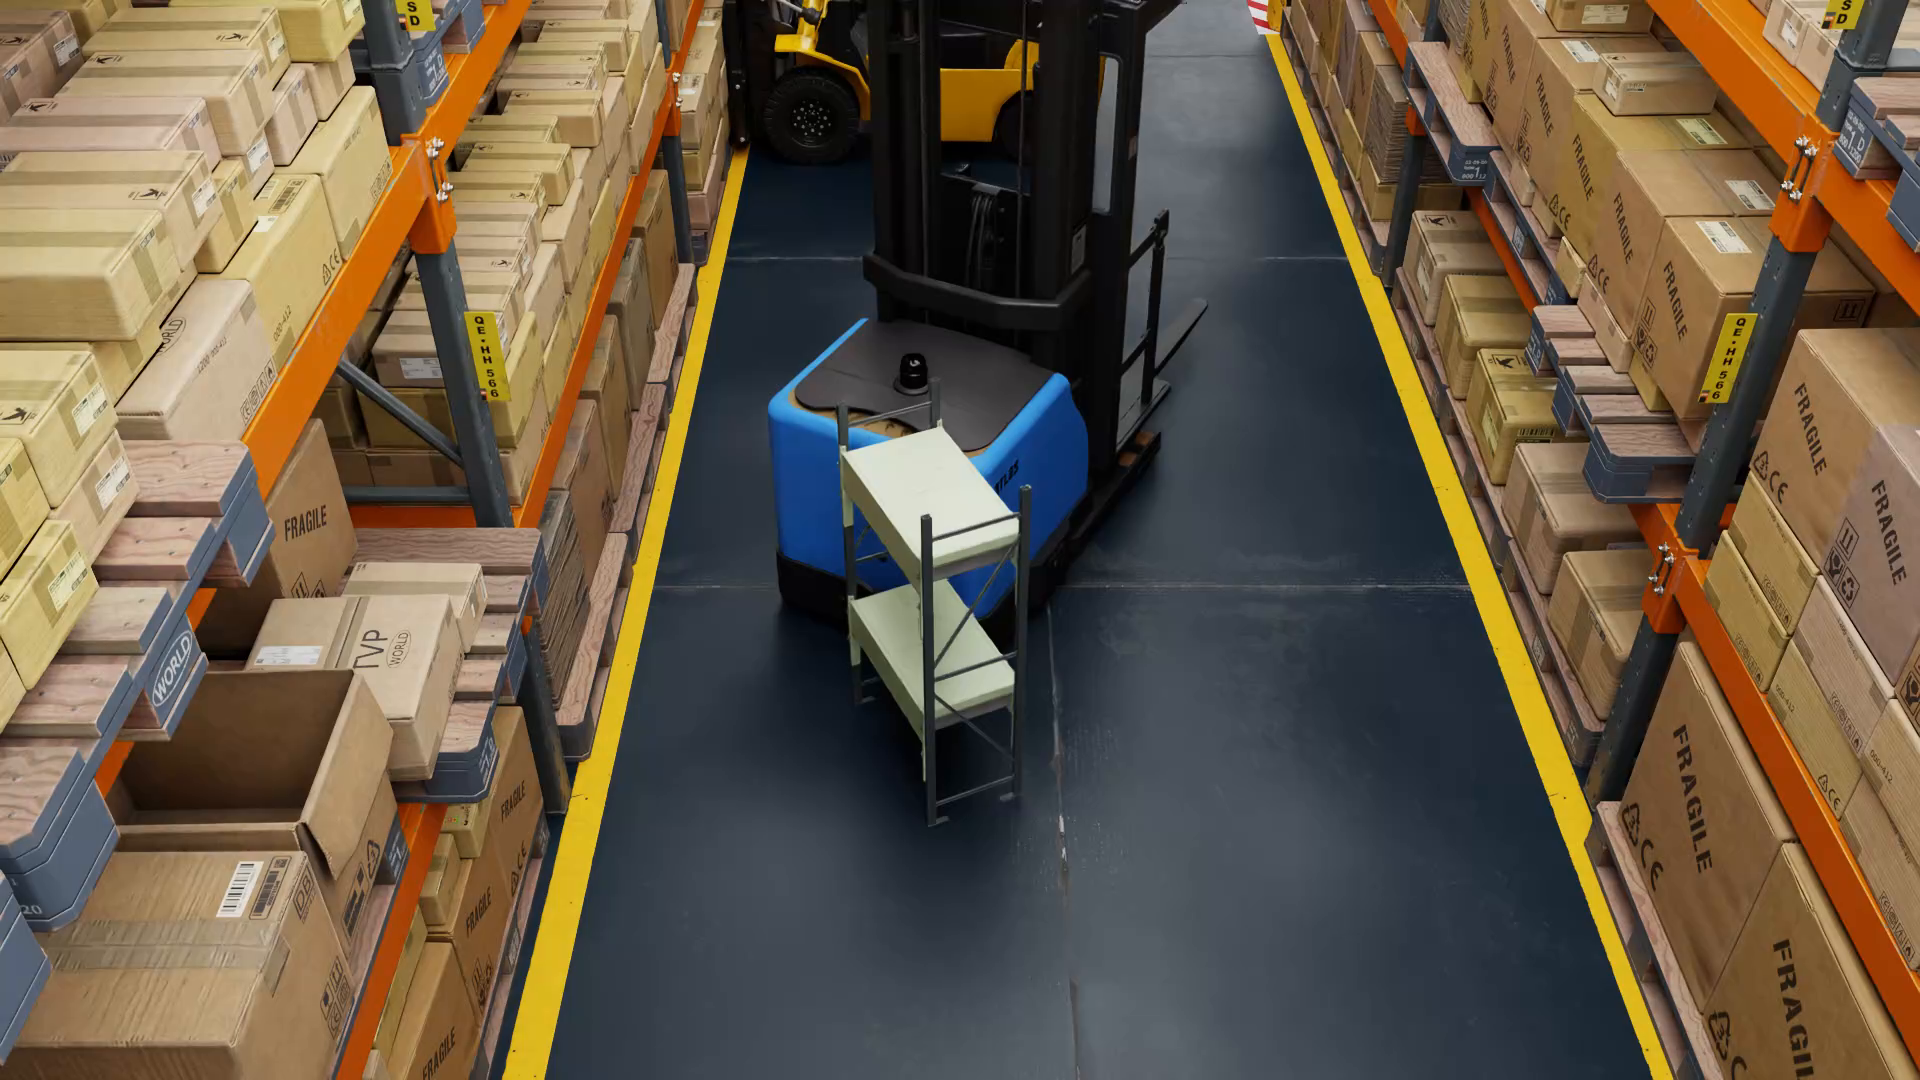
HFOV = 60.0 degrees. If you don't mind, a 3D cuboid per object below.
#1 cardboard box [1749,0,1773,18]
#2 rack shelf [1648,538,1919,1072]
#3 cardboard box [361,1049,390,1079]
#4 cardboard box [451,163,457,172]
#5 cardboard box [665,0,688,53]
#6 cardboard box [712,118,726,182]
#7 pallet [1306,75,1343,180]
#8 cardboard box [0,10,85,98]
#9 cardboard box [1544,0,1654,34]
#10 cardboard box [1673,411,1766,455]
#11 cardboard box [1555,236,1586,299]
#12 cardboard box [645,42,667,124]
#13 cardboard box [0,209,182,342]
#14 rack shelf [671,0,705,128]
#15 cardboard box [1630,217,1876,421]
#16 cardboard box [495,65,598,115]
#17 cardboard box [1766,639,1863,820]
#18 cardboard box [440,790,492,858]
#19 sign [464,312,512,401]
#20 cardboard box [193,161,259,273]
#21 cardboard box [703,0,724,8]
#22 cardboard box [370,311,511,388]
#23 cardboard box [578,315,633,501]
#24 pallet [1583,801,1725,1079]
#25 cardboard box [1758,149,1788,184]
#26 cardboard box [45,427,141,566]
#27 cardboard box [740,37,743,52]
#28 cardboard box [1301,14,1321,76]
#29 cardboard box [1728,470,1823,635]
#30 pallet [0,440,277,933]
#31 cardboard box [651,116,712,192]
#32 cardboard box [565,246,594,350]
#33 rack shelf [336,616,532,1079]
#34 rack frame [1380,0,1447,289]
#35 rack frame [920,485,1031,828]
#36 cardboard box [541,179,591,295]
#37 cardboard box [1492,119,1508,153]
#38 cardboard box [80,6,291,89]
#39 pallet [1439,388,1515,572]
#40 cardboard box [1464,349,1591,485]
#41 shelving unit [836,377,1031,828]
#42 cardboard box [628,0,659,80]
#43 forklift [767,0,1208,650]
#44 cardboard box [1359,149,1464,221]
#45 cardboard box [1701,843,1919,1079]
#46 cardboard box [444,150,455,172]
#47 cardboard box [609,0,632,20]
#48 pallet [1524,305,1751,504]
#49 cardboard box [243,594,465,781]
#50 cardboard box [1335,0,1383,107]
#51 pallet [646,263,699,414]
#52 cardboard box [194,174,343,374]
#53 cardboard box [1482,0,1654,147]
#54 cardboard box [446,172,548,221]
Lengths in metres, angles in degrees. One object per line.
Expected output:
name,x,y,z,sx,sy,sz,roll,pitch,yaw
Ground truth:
cardboard box,2.951,-1.952,5.309,0.700,0.500,0.500,0,39,0
rack shelf,2.945,1.381,4.203,1.077,0.370,4.000,0,39,0
cardboard box,-1.794,1.552,4.559,0.380,0.149,0.250,-2,39,-2
cardboard box,-2.293,-1.509,6.955,0.500,0.250,0.500,-1,39,-1
cardboard box,-1.765,-2.962,8.968,0.500,0.500,0.500,-1,39,-1
cardboard box,-1.711,-2.357,10.155,0.500,0.250,0.500,-1,39,-1
pallet,2.897,-2.748,11.011,1.003,0.211,1.213,0,39,0
cardboard box,-2.326,-1.139,3.937,0.380,0.149,0.250,0,39,0
cardboard box,2.689,-2.250,6.987,0.380,0.149,0.250,2,39,2
cardboard box,2.707,-0.421,5.741,0.380,0.149,0.250,1,39,2
cardboard box,2.582,-1.075,6.558,0.380,0.149,0.250,1,39,1
cardboard box,-1.764,-2.272,8.307,0.500,0.250,0.500,1,39,1
cardboard box,-1.724,-0.502,3.142,0.380,0.149,0.250,0,39,0
rack shelf,-2.028,-3.616,10.438,1.077,0.370,4.000,0,39,0
cardboard box,2.664,-0.753,5.638,0.500,0.500,0.500,-1,39,-1
cardboard box,-1.772,-1.925,7.155,0.380,0.149,0.250,0,39,0
cardboard box,2.710,0.536,4.803,0.500,0.250,0.500,-1,39,-1
cardboard box,-1.736,0.894,5.381,0.380,0.149,0.250,-2,39,-2
sign,-1.479,-0.571,5.202,0.100,0.325,0.005,0,39,0
cardboard box,-1.781,-0.708,3.638,0.380,0.149,0.250,0,39,0
cardboard box,-1.708,-3.389,10.643,0.500,0.250,0.500,-1,39,-1
cardboard box,-1.727,-0.636,5.546,0.380,0.149,0.250,1,39,1
cardboard box,-2.018,-0.601,7.665,0.875,0.625,0.625,-2,39,-2
pallet,2.868,1.431,5.795,1.003,0.211,1.213,0,39,0
cardboard box,3.166,-1.077,6.041,0.500,0.500,0.500,2,39,2
cardboard box,-1.647,-0.067,2.821,0.380,0.149,0.250,1,39,1
cardboard box,-1.706,-3.492,11.172,0.500,0.250,0.500,-1,39,-1
cardboard box,2.651,-3.420,11.482,0.500,0.250,0.500,1,39,2
cardboard box,2.696,0.030,5.034,0.500,0.250,0.500,0,39,0
pallet,-1.952,0.204,2.849,1.213,0.211,1.003,0,39,0
cardboard box,-1.718,-2.234,9.603,0.500,0.250,0.500,0,39,0
cardboard box,-1.781,-1.000,6.719,0.500,0.250,0.500,-1,39,-2
rack shelf,-2.019,1.387,4.196,1.077,0.370,4.000,0,39,0
rack frame,2.938,-2.652,8.660,1.000,3.000,0.127,0,39,0
rack frame,0.054,0.459,5.978,0.400,1.500,0.023,-17,42,-20
cardboard box,-1.760,-1.199,6.567,0.500,0.250,0.500,-1,39,-1
cardboard box,2.649,-1.877,7.559,0.380,0.149,0.250,1,39,1
cardboard box,-1.831,-1.149,3.949,0.380,0.149,0.250,-1,39,-2
pallet,2.944,-0.312,7.970,1.003,0.211,1.213,0,39,0
cardboard box,2.948,-0.578,7.838,0.950,0.372,0.625,1,39,1
shelving unit,-0.103,0.252,6.236,0.431,1.500,0.755,-17,42,-20
cardboard box,-1.770,-2.475,8.160,0.500,0.250,0.500,-1,39,-1
forklift,0.337,-1.530,7.316,1.130,2.935,3.031,18,42,22
cardboard box,2.668,-2.112,9.850,0.500,0.250,0.500,2,39,2
cardboard box,2.857,1.505,4.837,0.875,0.875,0.875,0,39,1
cardboard box,-2.245,-1.600,6.749,0.380,0.149,0.250,1,39,1
cardboard box,-1.785,-2.563,7.951,0.380,0.149,0.250,-1,39,-1
pallet,2.835,-0.521,6.155,1.213,0.211,1.003,0,39,0
cardboard box,-1.696,0.410,4.624,0.500,0.250,0.500,-2,39,-2
cardboard box,2.665,-3.042,10.411,0.500,0.500,0.500,2,39,2
pallet,-1.986,-1.097,8.950,1.003,0.211,1.213,0,39,0
cardboard box,-1.777,-0.621,3.848,0.500,0.250,0.500,0,39,0
cardboard box,2.640,-2.055,7.262,0.500,0.500,0.500,0,39,0
cardboard box,-1.798,-1.284,6.355,0.380,0.149,0.250,0,39,0
